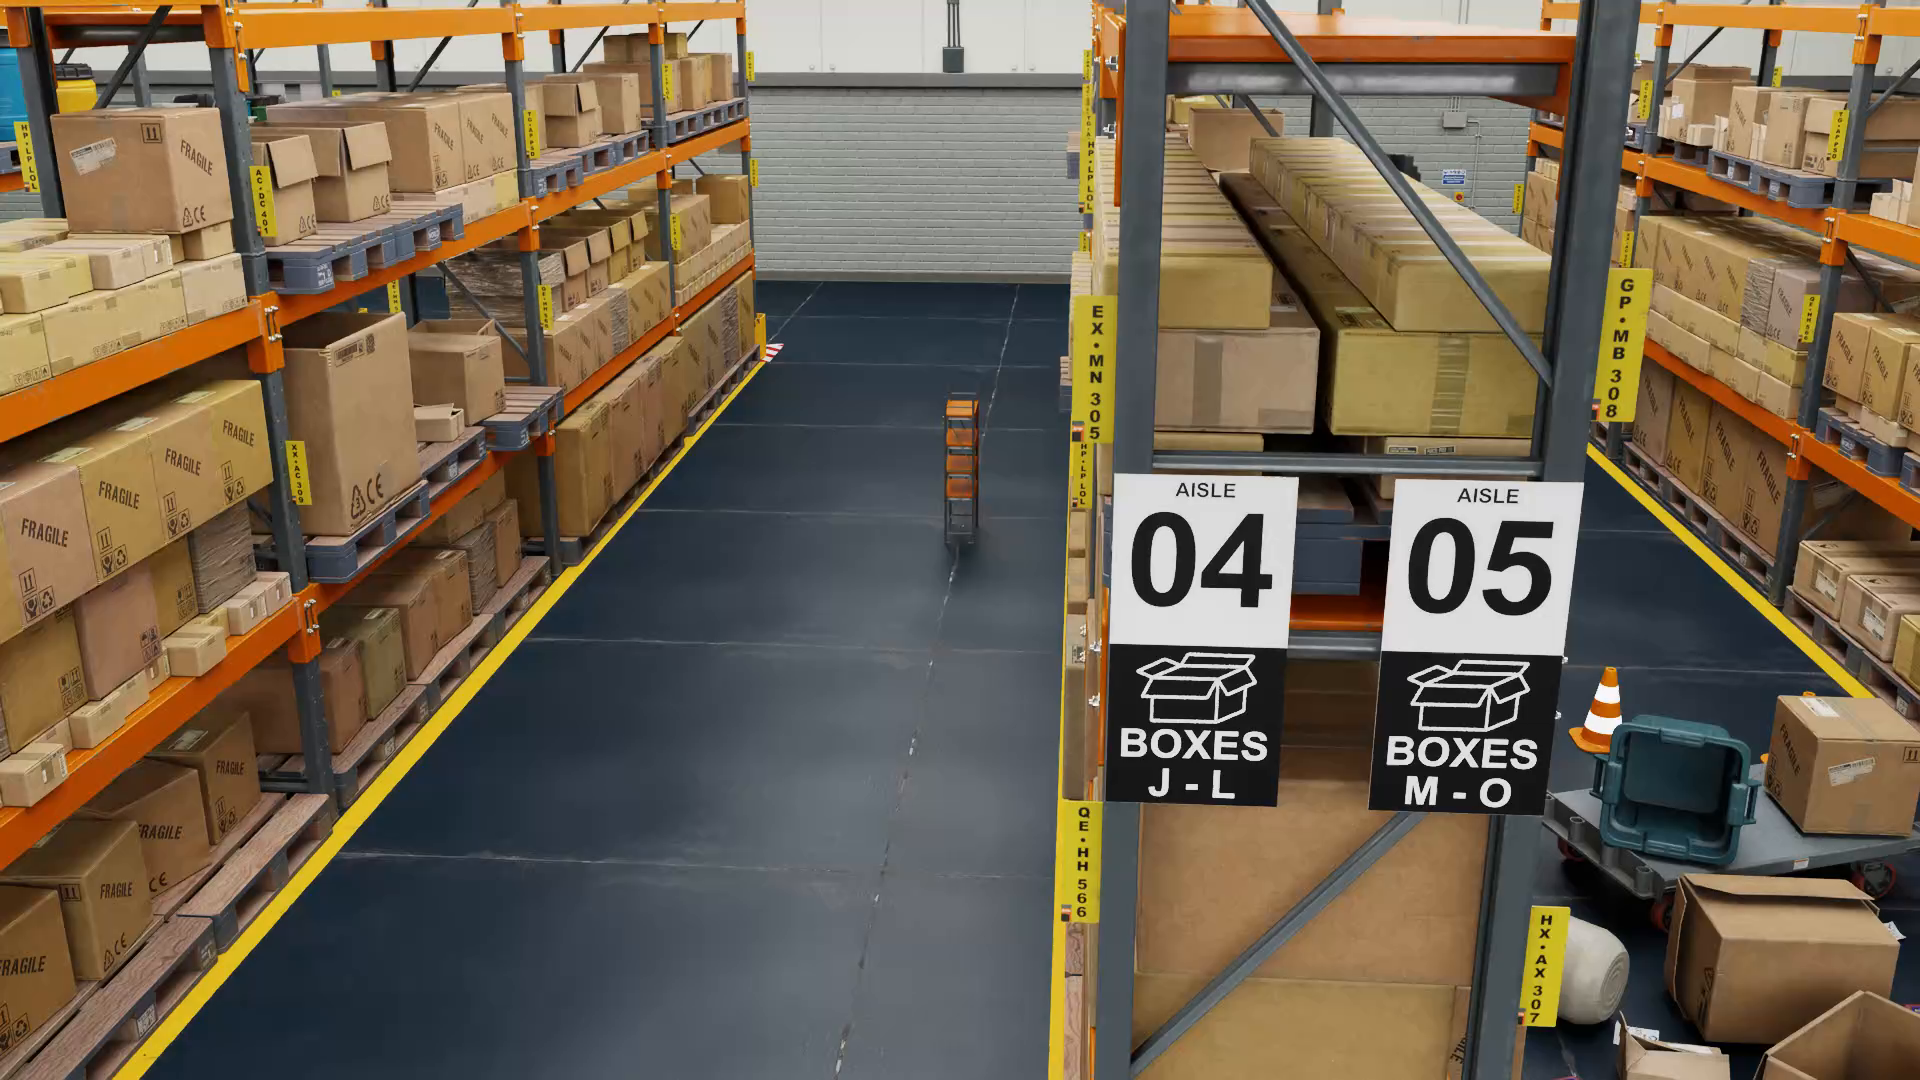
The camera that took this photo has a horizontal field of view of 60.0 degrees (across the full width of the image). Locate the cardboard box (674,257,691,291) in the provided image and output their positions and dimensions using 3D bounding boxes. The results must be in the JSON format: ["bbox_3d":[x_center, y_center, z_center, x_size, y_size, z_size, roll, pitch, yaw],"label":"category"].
[{"bbox_3d":[-2.949,-2.624,16.377,0.500,0.250,0.500,1,18,3],"label":"cardboard box"}]

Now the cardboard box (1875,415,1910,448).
[{"bbox_3d":[5.986,-0.678,10.403,0.380,0.149,0.250,1,18,4],"label":"cardboard box"}]

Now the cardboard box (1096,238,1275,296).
[{"bbox_3d":[0.666,-0.757,5.026,0.500,0.250,0.500,1,18,4],"label":"cardboard box"}]

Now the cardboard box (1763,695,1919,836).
[{"bbox_3d":[4.290,1.090,8.079,0.500,0.500,0.500,1,18,4],"label":"cardboard box"}]

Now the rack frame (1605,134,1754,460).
[{"bbox_3d":[6.641,-2.193,15.297,1.000,3.000,0.127,1,18,4],"label":"rack frame"}]

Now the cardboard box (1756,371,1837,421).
[{"bbox_3d":[6.131,-1.042,12.026,0.500,0.250,0.500,1,18,2],"label":"cardboard box"}]

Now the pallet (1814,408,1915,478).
[{"bbox_3d":[6.409,-0.635,10.853,1.213,0.211,1.003,1,18,4],"label":"pallet"}]

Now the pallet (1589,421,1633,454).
[{"bbox_3d":[6.773,-1.102,16.447,1.003,0.211,1.213,1,18,4],"label":"pallet"}]

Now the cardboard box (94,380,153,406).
[{"bbox_3d":[-4.103,-0.459,7.763,0.500,0.500,0.500,1,18,4],"label":"cardboard box"}]

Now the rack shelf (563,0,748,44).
[{"bbox_3d":[-3.100,-5.354,17.108,1.077,0.370,4.000,1,18,4],"label":"rack shelf"}]

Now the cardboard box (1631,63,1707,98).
[{"bbox_3d":[6.705,-4.334,16.014,0.797,0.503,0.637,3,18,8],"label":"cardboard box"}]

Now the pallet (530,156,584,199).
[{"bbox_3d":[-3.537,-2.708,12.357,1.213,0.211,1.003,2,18,6],"label":"pallet"}]

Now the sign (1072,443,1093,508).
[{"bbox_3d":[0.581,-0.309,7.816,0.100,0.325,0.005,1,18,4],"label":"sign"}]

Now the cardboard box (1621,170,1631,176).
[{"bbox_3d":[7.065,-3.752,17.249,0.380,0.149,0.250,2,18,5],"label":"cardboard box"}]

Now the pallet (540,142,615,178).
[{"bbox_3d":[-3.460,-3.056,13.417,1.003,0.211,1.213,2,18,6],"label":"pallet"}]

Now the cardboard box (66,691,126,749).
[{"bbox_3d":[-3.662,0.729,6.784,0.380,0.149,0.250,1,18,4],"label":"cardboard box"}]

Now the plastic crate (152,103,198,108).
[{"bbox_3d":[-8.364,-4.454,17.573,0.437,0.282,0.530,1,18,4],"label":"plastic crate"}]

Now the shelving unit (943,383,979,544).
[{"bbox_3d":[0.012,-0.622,13.393,0.258,1.200,0.503,1,18,4],"label":"shelving unit"}]

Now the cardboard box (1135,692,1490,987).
[{"bbox_3d":[0.901,0.756,4.322,0.875,0.550,0.550,1,18,4],"label":"cardboard box"}]

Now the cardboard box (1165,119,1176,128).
[{"bbox_3d":[1.745,-2.829,12.262,0.500,0.500,0.500,1,18,4],"label":"cardboard box"}]

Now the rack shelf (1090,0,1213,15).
[{"bbox_3d":[1.840,-5.400,16.613,1.077,0.370,4.000,1,18,4],"label":"rack shelf"}]

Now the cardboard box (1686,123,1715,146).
[{"bbox_3d":[6.201,-3.321,13.626,0.380,0.166,0.250,0,18,0],"label":"cardboard box"}]

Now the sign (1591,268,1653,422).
[{"bbox_3d":[1.389,-0.409,3.506,0.100,0.325,0.005,1,18,4],"label":"sign"}]

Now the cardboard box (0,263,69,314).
[{"bbox_3d":[-3.642,-0.956,6.307,0.380,0.149,0.250,2,18,6],"label":"cardboard box"}]

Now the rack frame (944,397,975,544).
[{"bbox_3d":[-0.006,-0.546,13.162,0.240,1.200,0.015,1,18,4],"label":"rack frame"}]

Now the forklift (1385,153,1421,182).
[{"bbox_3d":[3.314,-1.648,13.745,1.130,2.935,3.031,1,18,3],"label":"forklift"}]

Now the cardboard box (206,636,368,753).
[{"bbox_3d":[-3.752,0.859,9.291,0.700,0.500,0.500,0,18,0],"label":"cardboard box"}]

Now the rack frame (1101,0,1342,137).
[{"bbox_3d":[1.123,-2.638,7.022,1.000,3.000,0.127,1,18,4],"label":"rack frame"}]

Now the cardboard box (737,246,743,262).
[{"bbox_3d":[-2.690,-3.260,18.957,0.380,0.149,0.250,1,18,4],"label":"cardboard box"}]

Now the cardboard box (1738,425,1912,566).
[{"bbox_3d":[6.486,-0.353,12.420,0.875,0.875,0.875,1,18,3],"label":"cardboard box"}]

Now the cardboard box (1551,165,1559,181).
[{"bbox_3d":[6.544,-3.918,17.756,0.380,0.149,0.250,1,18,2],"label":"cardboard box"}]

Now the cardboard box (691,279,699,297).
[{"bbox_3d":[-2.854,-2.542,16.768,0.380,0.149,0.250,2,18,6],"label":"cardboard box"}]

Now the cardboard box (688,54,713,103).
[{"bbox_3d":[-3.101,-5.041,18.178,0.700,0.500,0.500,1,18,2],"label":"cardboard box"}]

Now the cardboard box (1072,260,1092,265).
[{"bbox_3d":[1.174,-2.356,14.570,0.380,0.149,0.250,1,18,4],"label":"cardboard box"}]

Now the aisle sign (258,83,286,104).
[{"bbox_3d":[-8.188,-5.031,19.785,0.394,0.787,0.004,1,18,4],"label":"aisle sign"}]

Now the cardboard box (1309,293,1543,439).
[{"bbox_3d":[1.127,-0.432,4.034,0.500,0.250,0.500,1,18,4],"label":"cardboard box"}]

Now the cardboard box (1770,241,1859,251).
[{"bbox_3d":[6.751,-2.092,13.224,0.500,0.500,0.500,2,18,5],"label":"cardboard box"}]

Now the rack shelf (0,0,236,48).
[{"bbox_3d":[-3.961,-1.815,5.672,1.077,0.370,4.000,1,18,4],"label":"rack shelf"}]

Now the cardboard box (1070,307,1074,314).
[{"bbox_3d":[1.008,-1.633,12.362,0.380,0.149,0.250,1,18,3],"label":"cardboard box"}]

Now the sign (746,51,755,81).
[{"bbox_3d":[-2.417,-5.448,19.121,0.100,0.325,0.005,1,18,4],"label":"sign"}]

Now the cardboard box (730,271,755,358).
[{"bbox_3d":[-2.923,-2.645,19.417,0.875,0.875,0.875,1,18,4],"label":"cardboard box"}]

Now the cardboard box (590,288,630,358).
[{"bbox_3d":[-3.118,-1.839,14.056,0.500,0.500,0.500,1,18,4],"label":"cardboard box"}]

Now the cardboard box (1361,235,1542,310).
[{"bbox_3d":[1.196,-0.651,4.064,0.380,0.149,0.250,1,18,4],"label":"cardboard box"}]

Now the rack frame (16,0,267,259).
[{"bbox_3d":[-3.817,-2.780,7.456,1.000,3.000,0.127,1,18,4],"label":"rack frame"}]

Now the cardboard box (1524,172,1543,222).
[{"bbox_3d":[6.609,-3.815,18.482,0.500,0.500,0.500,1,18,3],"label":"cardboard box"}]

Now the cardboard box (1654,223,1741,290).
[{"bbox_3d":[6.314,-2.426,14.244,0.500,0.500,0.500,1,18,4],"label":"cardboard box"}]

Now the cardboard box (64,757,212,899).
[{"bbox_3d":[-3.919,1.360,7.794,0.500,0.500,0.500,7,20,21],"label":"cardboard box"}]

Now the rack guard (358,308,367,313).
[{"bbox_3d":[-7.908,-2.587,20.514,1.175,0.500,0.348,1,18,4],"label":"rack guard"}]

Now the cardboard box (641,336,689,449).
[{"bbox_3d":[-3.270,-1.404,15.630,1.225,0.875,0.875,1,18,4],"label":"cardboard box"}]

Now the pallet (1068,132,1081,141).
[{"bbox_3d":[1.546,-3.419,14.523,1.213,0.211,1.003,1,18,4],"label":"pallet"}]

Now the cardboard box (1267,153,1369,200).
[{"bbox_3d":[1.359,-1.364,6.240,0.380,0.149,0.250,2,18,5],"label":"cardboard box"}]

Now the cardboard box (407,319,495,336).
[{"bbox_3d":[-3.529,-1.250,11.586,0.500,0.500,0.500,-1,18,-3],"label":"cardboard box"}]

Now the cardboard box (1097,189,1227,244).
[{"bbox_3d":[0.613,-0.984,5.079,0.380,0.149,0.250,1,18,3],"label":"cardboard box"}]

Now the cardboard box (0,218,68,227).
[{"bbox_3d":[-4.148,-1.379,7.597,0.380,0.149,0.250,1,18,2],"label":"cardboard box"}]

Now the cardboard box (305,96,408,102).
[{"bbox_3d":[-3.861,-2.584,10.712,0.500,0.500,0.500,1,18,4],"label":"cardboard box"}]
